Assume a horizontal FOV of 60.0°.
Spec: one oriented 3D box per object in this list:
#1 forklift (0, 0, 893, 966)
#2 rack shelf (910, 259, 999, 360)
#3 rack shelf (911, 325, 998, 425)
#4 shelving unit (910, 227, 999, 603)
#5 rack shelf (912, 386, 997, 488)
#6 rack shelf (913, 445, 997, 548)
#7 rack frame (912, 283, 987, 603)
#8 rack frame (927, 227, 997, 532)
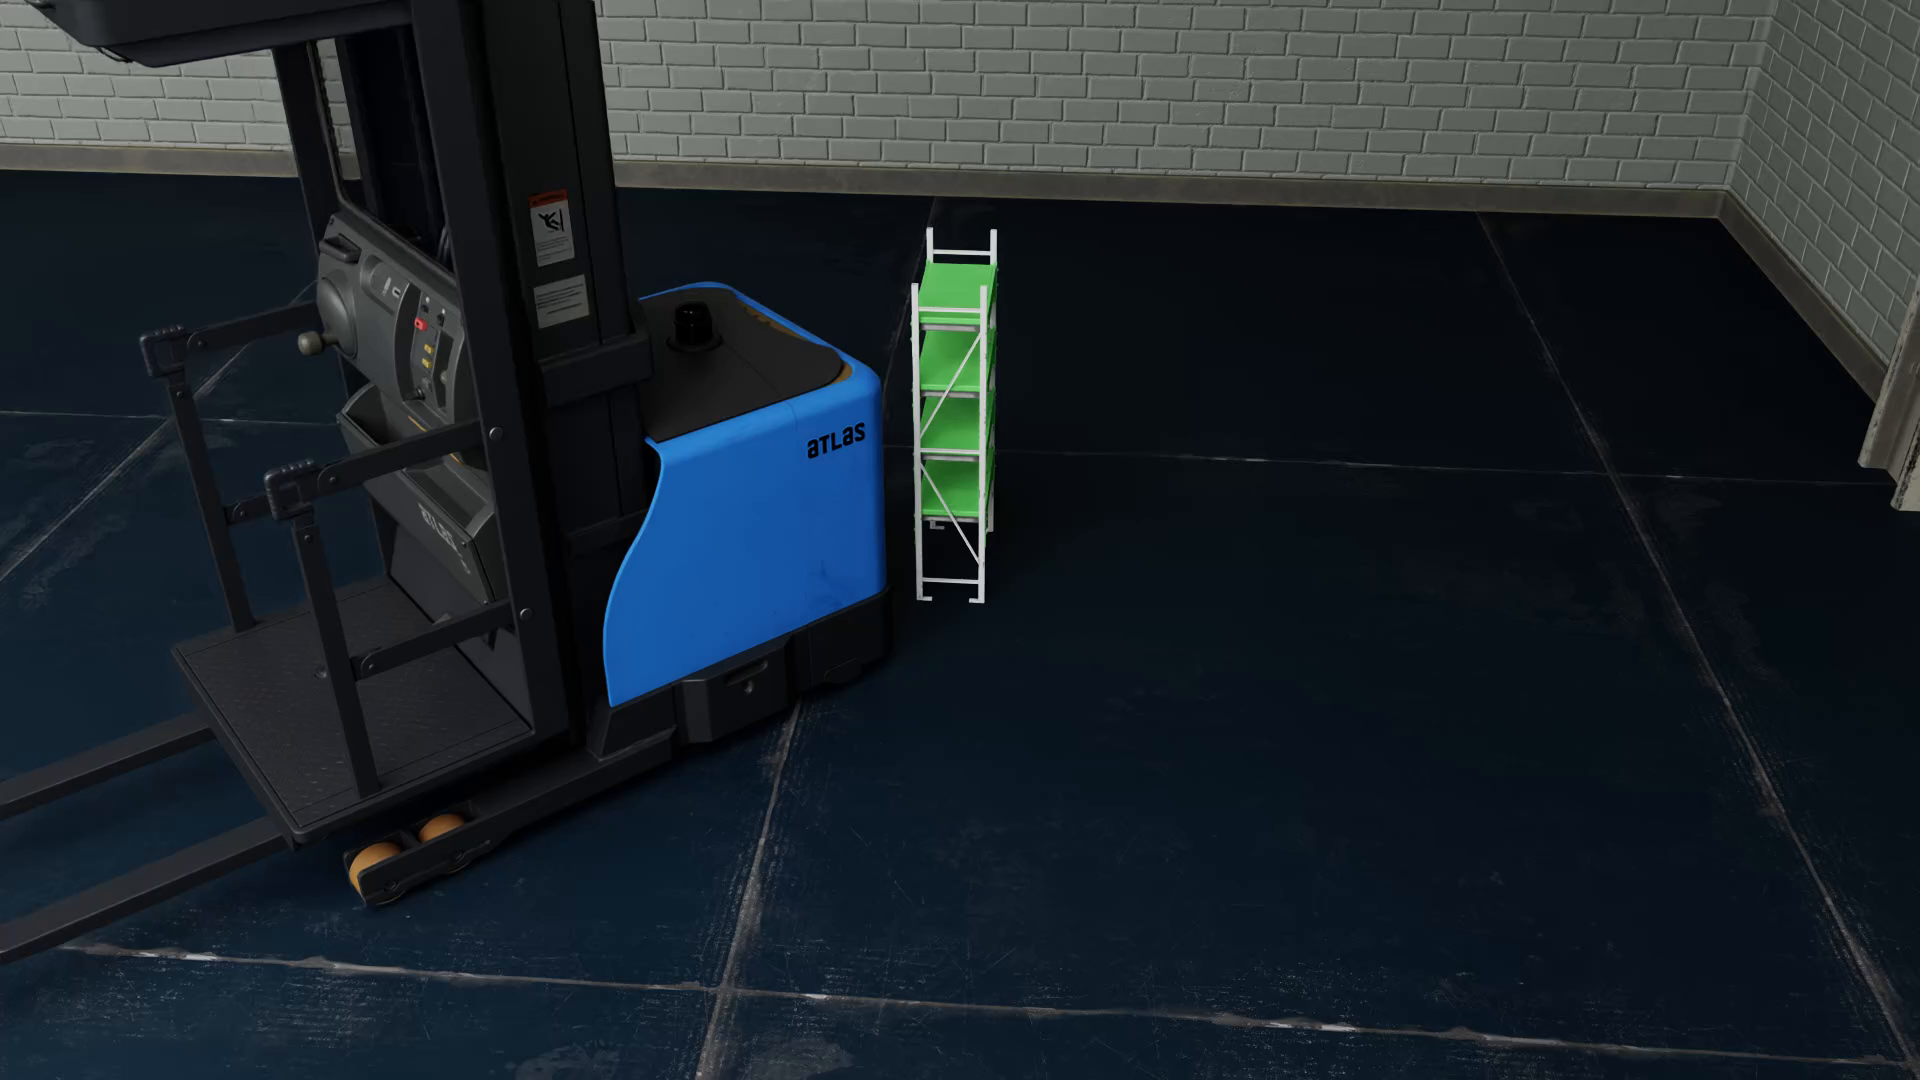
[{"bbox_3d":[-1.691,-0.553,4.354,3.031,2.935,1.130,-23,38,-32],"label":"forklift"},{"bbox_3d":[-0.014,-0.778,5.576,0.258,0.148,0.480,2,32,4],"label":"rack shelf"},{"bbox_3d":[-0.014,-0.574,5.702,0.258,0.148,0.480,2,32,4],"label":"rack shelf"},{"bbox_3d":[-0.013,-0.424,5.795,0.258,1.200,0.503,2,32,4],"label":"shelving unit"},{"bbox_3d":[-0.013,-0.370,5.828,0.258,0.148,0.480,2,32,4],"label":"rack shelf"},{"bbox_3d":[-0.013,-0.166,5.954,0.258,0.148,0.480,2,32,4],"label":"rack shelf"},{"bbox_3d":[-0.033,-0.297,5.588,0.240,1.200,0.015,2,32,4],"label":"rack frame"},{"bbox_3d":[0.006,-0.552,6.002,0.240,1.200,0.015,2,32,4],"label":"rack frame"}]
